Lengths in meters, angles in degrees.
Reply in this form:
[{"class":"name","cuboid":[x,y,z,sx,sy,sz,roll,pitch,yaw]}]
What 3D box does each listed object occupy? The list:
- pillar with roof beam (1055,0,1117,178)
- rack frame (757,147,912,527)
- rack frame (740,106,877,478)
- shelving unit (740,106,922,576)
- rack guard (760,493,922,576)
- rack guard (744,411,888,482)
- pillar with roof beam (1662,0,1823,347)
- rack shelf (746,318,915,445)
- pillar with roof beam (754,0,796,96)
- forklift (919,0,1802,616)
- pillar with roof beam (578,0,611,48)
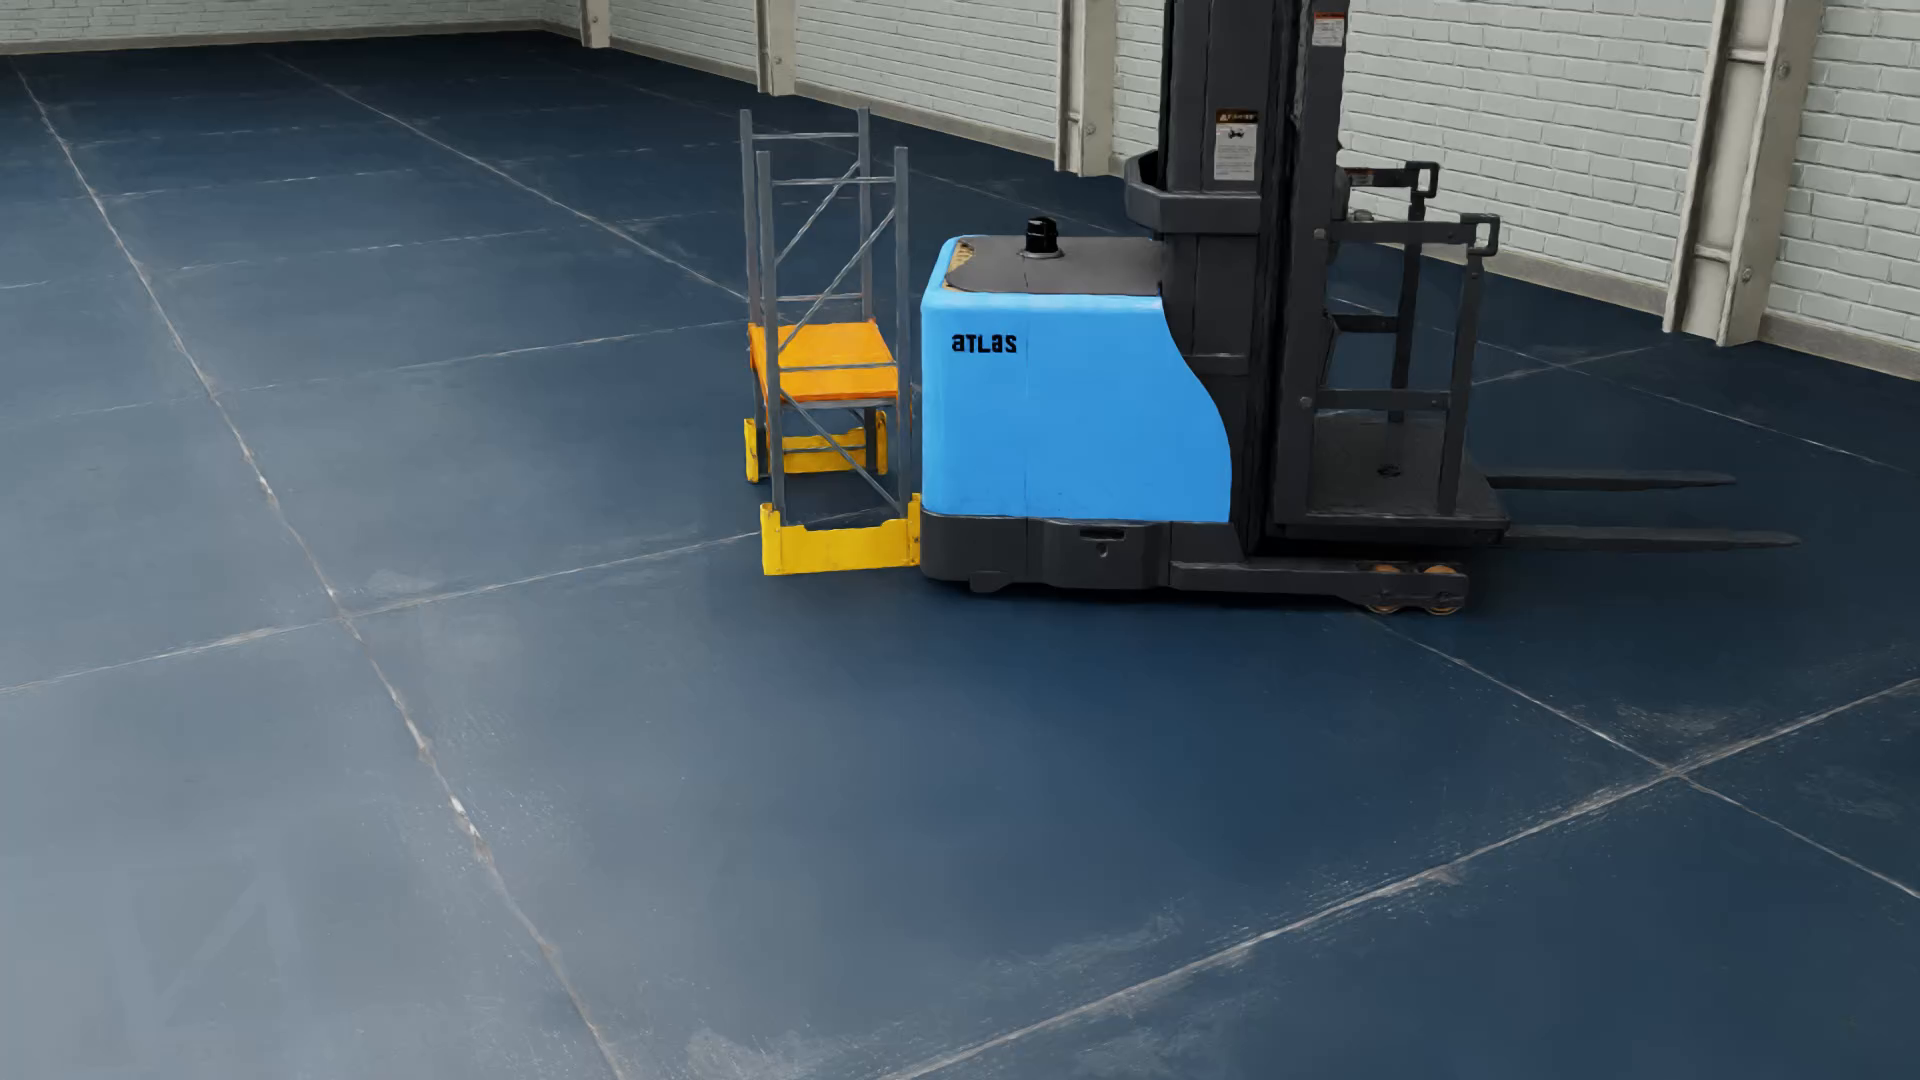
[{"class":"pillar with roof beam","cuboid":[-2.679,-6.399,10.105,9.100,9.000,0.400,-13,25,-28]},{"class":"rack frame","cuboid":[-0.422,-0.599,5.794,0.500,1.500,0.032,-4,22,-9]},{"class":"rack frame","cuboid":[-0.601,-0.976,6.721,0.500,1.500,0.032,-4,22,-9]},{"class":"shelving unit","cuboid":[-0.510,-0.784,6.249,0.587,1.500,1.083,-4,22,-9]},{"class":"rack guard","cuboid":[-0.423,-0.021,6.030,0.587,0.250,0.087,-4,22,-9]},{"class":"rack guard","cuboid":[-0.598,-0.390,6.939,0.587,0.250,0.087,-4,22,-9]},{"class":"pillar with roof beam","cuboid":[0.386,-4.457,5.326,9.100,9.000,0.400,-13,25,-28]},{"class":"rack shelf","cuboid":[-0.512,-0.621,6.325,0.538,0.185,1.000,-4,22,-9]},{"class":"pillar with roof beam","cuboid":[-5.744,-8.342,14.883,9.100,9.000,0.400,-13,25,-28]},{"class":"forklift","cuboid":[1.399,-1.308,5.637,3.031,2.935,1.130,2,22,4]},{"class":"pillar with roof beam","cuboid":[-8.808,-10.284,19.662,9.100,9.000,0.400,-13,25,-28]}]
